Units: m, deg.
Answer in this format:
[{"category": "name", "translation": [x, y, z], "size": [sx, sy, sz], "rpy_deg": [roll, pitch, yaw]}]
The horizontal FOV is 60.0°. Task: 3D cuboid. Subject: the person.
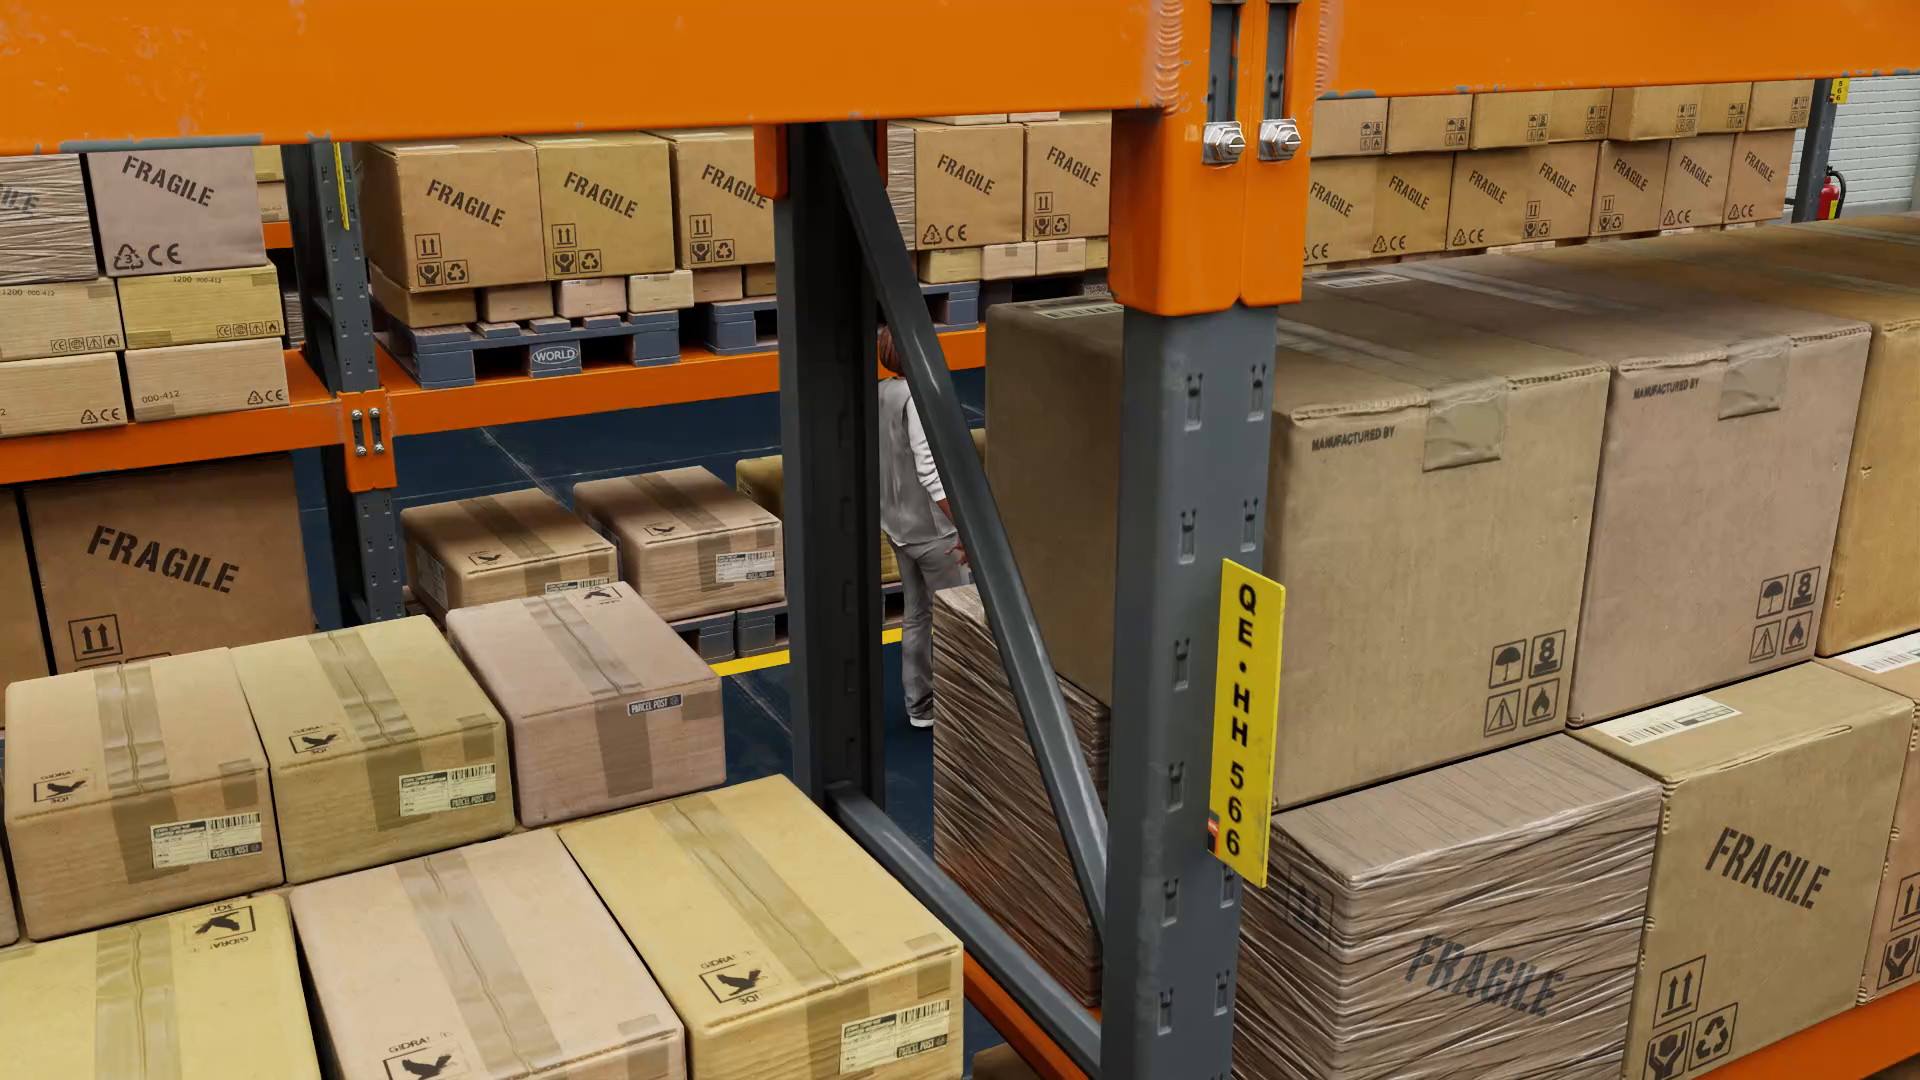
[{"category": "person", "translation": [-0.065, -0.049, 6.192], "size": [0.472, 1.600, 0.521], "rpy_deg": [-10, 21, -27]}]
